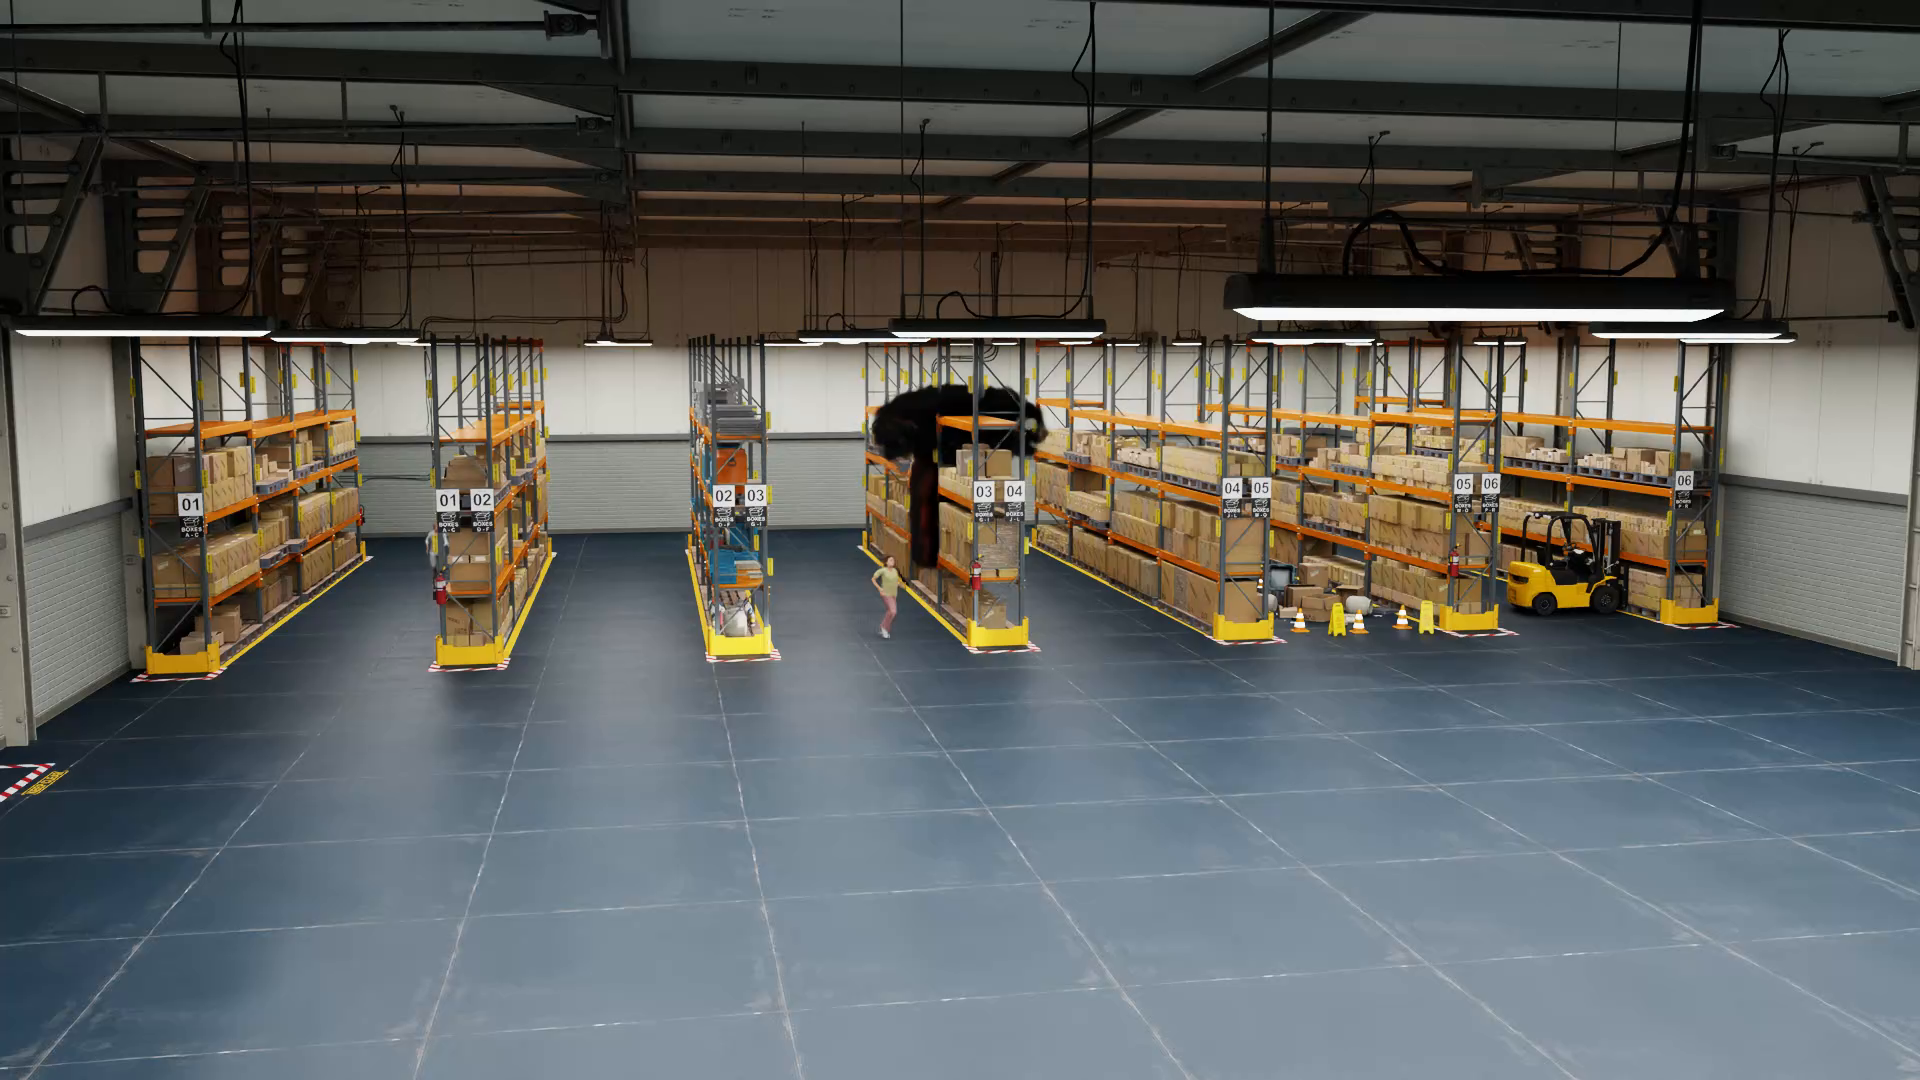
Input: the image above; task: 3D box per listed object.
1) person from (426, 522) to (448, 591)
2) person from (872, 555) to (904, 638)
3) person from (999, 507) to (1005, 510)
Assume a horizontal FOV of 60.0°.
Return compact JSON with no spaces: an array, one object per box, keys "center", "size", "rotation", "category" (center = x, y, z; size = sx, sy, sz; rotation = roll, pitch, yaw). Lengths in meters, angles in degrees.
[{"center":[-12.492,0.379,39.719],"size":[0.509,1.648,0.728],"rotation":[-2,7,-16],"category":"person"},{"center":[-1.402,1.120,33.021],"size":[0.554,1.657,0.638],"rotation":[-6,9,-43],"category":"person"},{"center":[0.968,-0.604,48.307],"size":[0.693,1.597,0.571],"rotation":[1,7,9],"category":"person"}]
